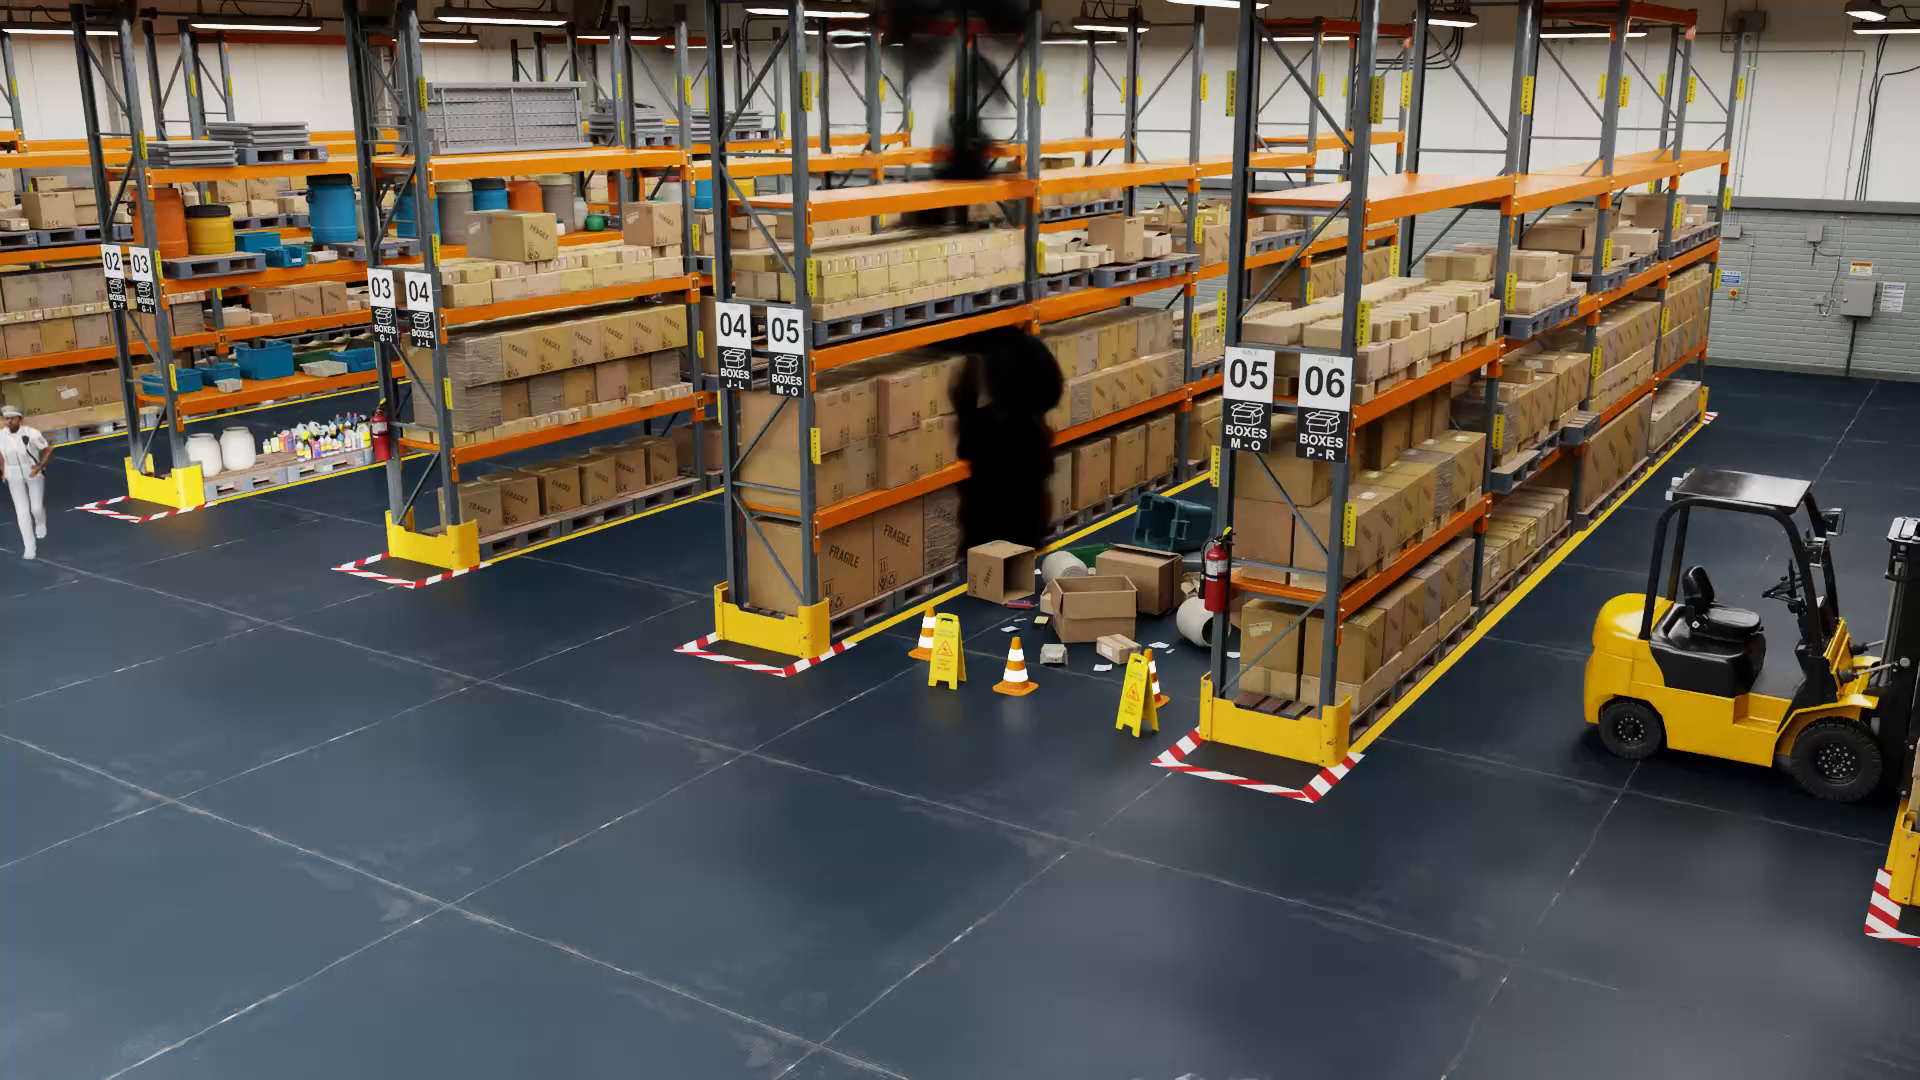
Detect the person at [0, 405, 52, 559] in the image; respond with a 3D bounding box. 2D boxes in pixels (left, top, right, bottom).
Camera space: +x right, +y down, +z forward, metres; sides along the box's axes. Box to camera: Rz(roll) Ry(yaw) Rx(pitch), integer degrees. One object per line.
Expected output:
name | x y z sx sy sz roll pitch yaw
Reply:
person | -10.436 -0.693 18.612 0.585 1.718 0.756 -5 16 -19
